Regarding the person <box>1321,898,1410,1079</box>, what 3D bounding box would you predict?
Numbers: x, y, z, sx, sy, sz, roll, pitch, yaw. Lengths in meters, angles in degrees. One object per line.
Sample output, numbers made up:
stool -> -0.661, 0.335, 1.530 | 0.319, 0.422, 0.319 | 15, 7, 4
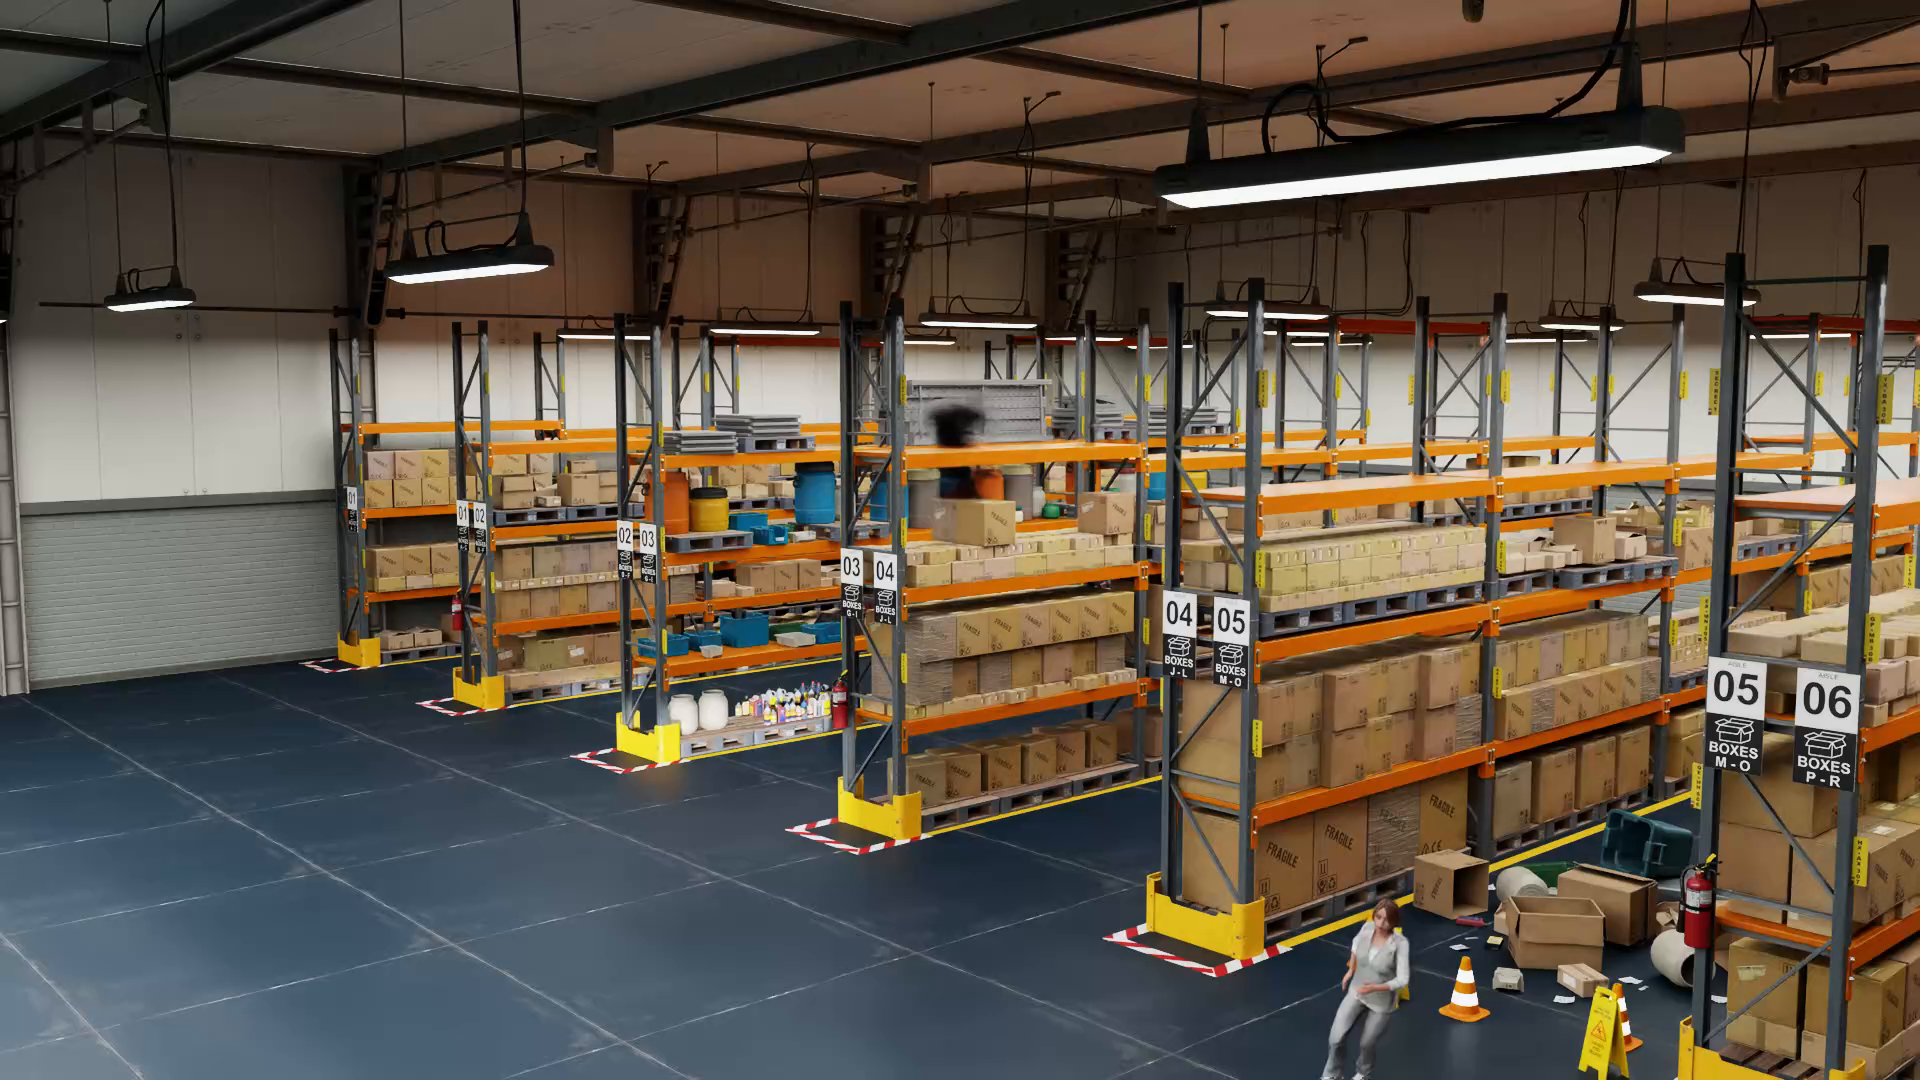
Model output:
person -> 2.847, 3.225, 11.704 | 0.680, 1.530, 0.727 | 4, 7, 35
